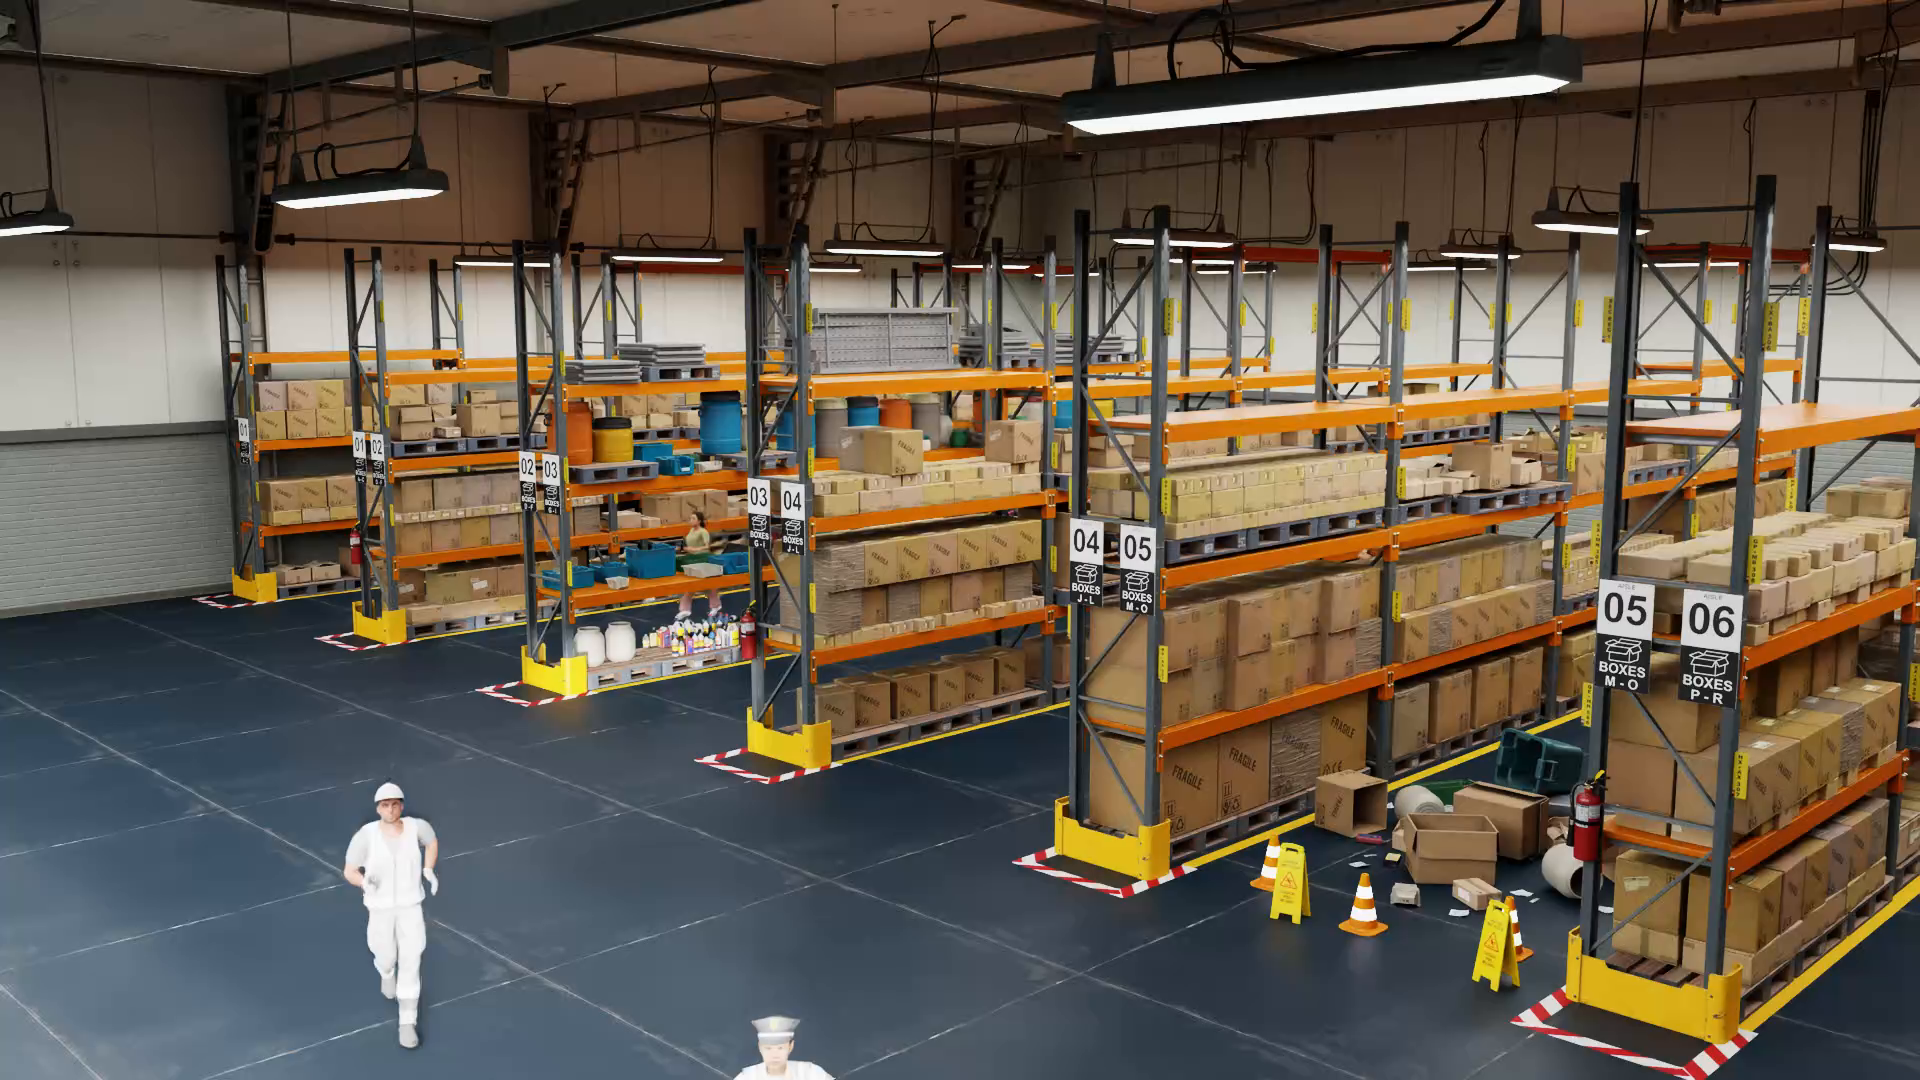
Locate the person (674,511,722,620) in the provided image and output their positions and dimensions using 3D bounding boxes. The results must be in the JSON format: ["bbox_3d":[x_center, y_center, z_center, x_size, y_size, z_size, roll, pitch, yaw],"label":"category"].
[{"bbox_3d":[-4.100,0.387,26.009,0.578,1.690,0.858,7,11,42],"label":"person"}]

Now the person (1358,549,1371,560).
[{"bbox_3d":[5.812,0.930,24.044,0.552,1.716,0.758,6,10,38],"label":"person"}]

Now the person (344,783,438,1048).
[{"bbox_3d":[-4.021,2.599,11.840,0.654,1.776,0.985,-3,9,-23],"label":"person"}]

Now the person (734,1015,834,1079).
[{"bbox_3d":[-0.886,3.179,8.261,0.579,1.725,0.683,0,8,3],"label":"person"}]
